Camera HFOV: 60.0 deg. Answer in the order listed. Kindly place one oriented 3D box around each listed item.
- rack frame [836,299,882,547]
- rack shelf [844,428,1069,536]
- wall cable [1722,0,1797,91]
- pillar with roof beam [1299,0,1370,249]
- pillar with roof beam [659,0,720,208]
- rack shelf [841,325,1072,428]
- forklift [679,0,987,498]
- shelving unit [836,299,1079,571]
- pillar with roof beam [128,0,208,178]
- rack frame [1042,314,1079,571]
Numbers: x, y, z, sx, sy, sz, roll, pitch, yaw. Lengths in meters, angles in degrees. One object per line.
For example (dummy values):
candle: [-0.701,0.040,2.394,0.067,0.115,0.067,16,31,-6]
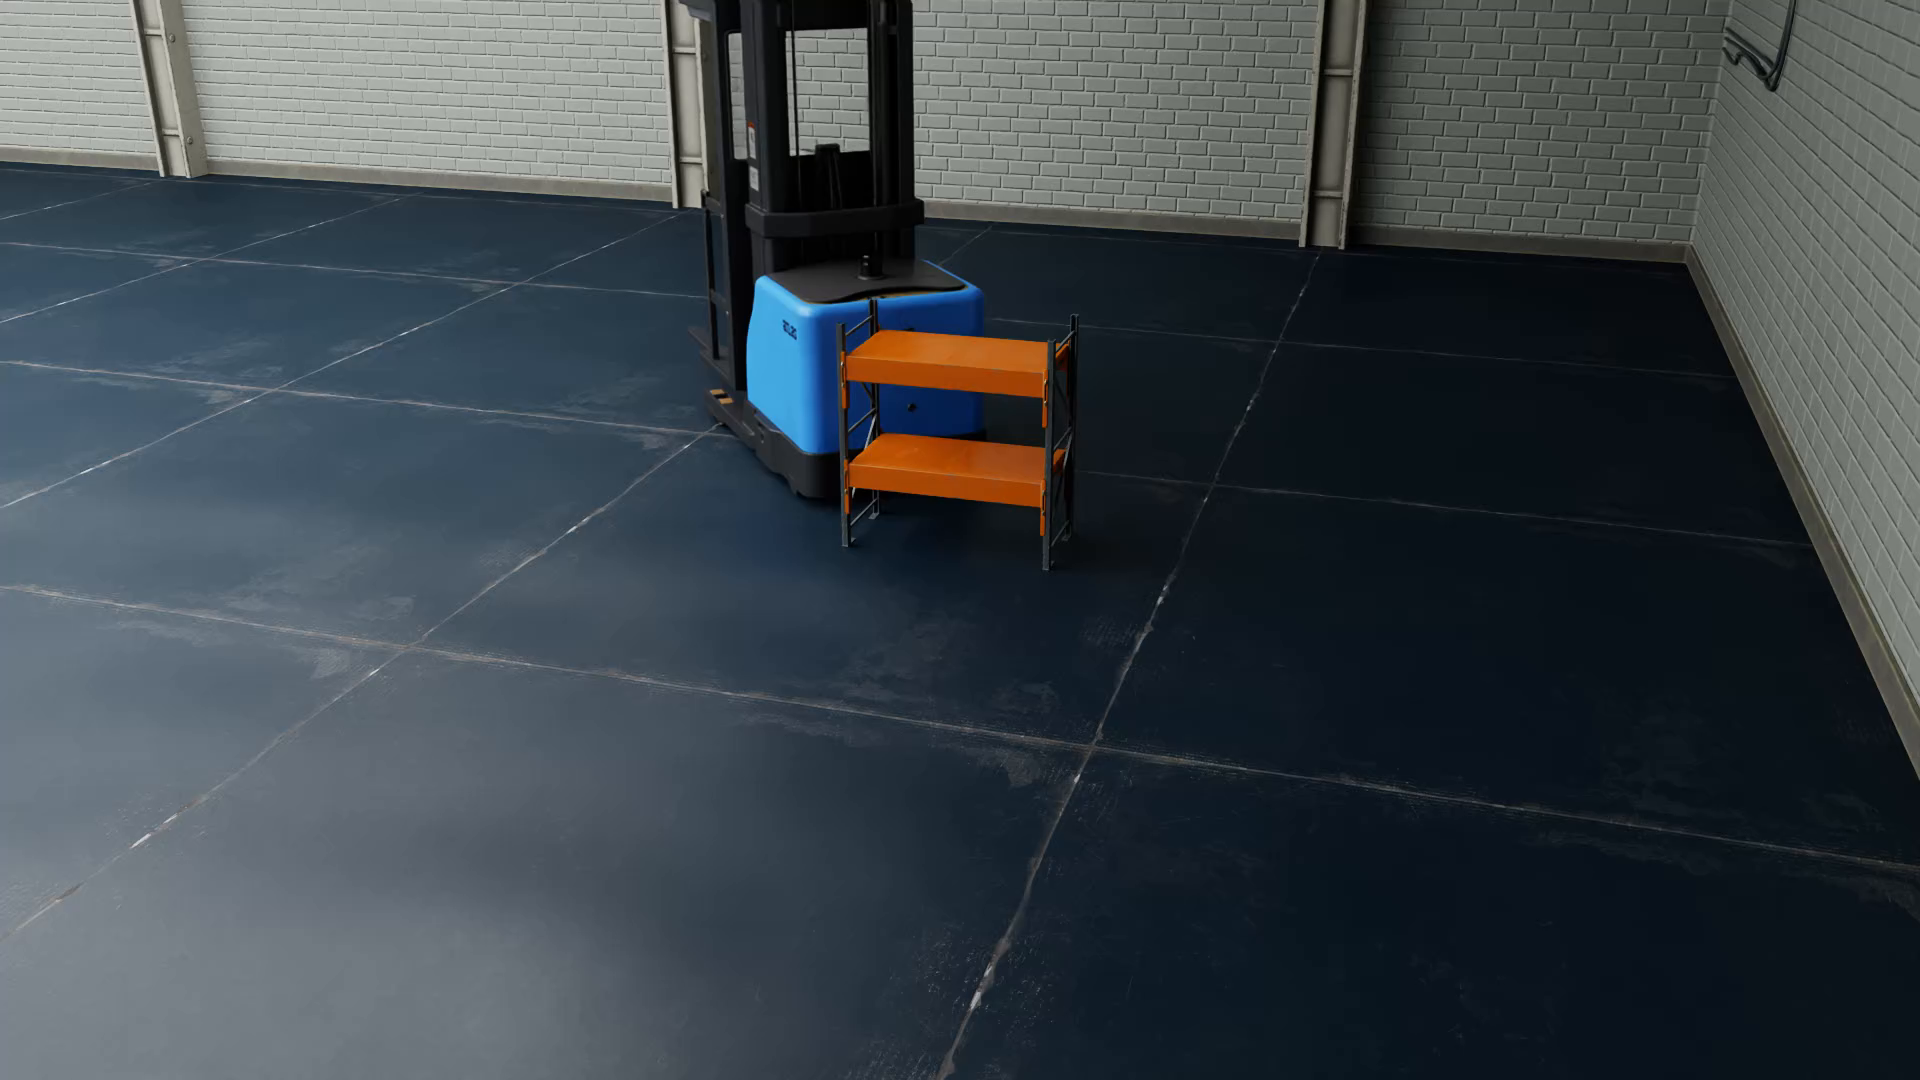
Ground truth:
rack frame: [-0.493,-0.577,8.194,0.032,1.125,0.500,7,23,16]
rack shelf: [-0.006,-0.295,8.151,1.000,0.278,0.538,7,23,16]
wall cable: [5.631,-4.519,11.522,0.112,2.526,3.097,7,23,16]
pillar with roof beam: [1.949,-5.195,9.078,0.400,9.000,9.100,7,23,16]
pillar with roof beam: [-3.795,-5.853,10.682,0.400,9.000,9.100,7,23,16]
rack shelf: [-0.006,-0.792,7.947,1.000,0.278,0.538,7,23,16]
forklift: [-0.910,-2.098,9.522,1.130,2.935,3.031,-9,24,-22]
shelving unit: [-0.006,-0.521,8.058,1.048,1.125,0.538,7,23,16]
pillar with roof beam: [-9.539,-6.511,12.285,0.400,9.000,9.100,7,23,16]
rack frame: [0.480,-0.465,7.922,0.032,1.125,0.500,7,23,16]
